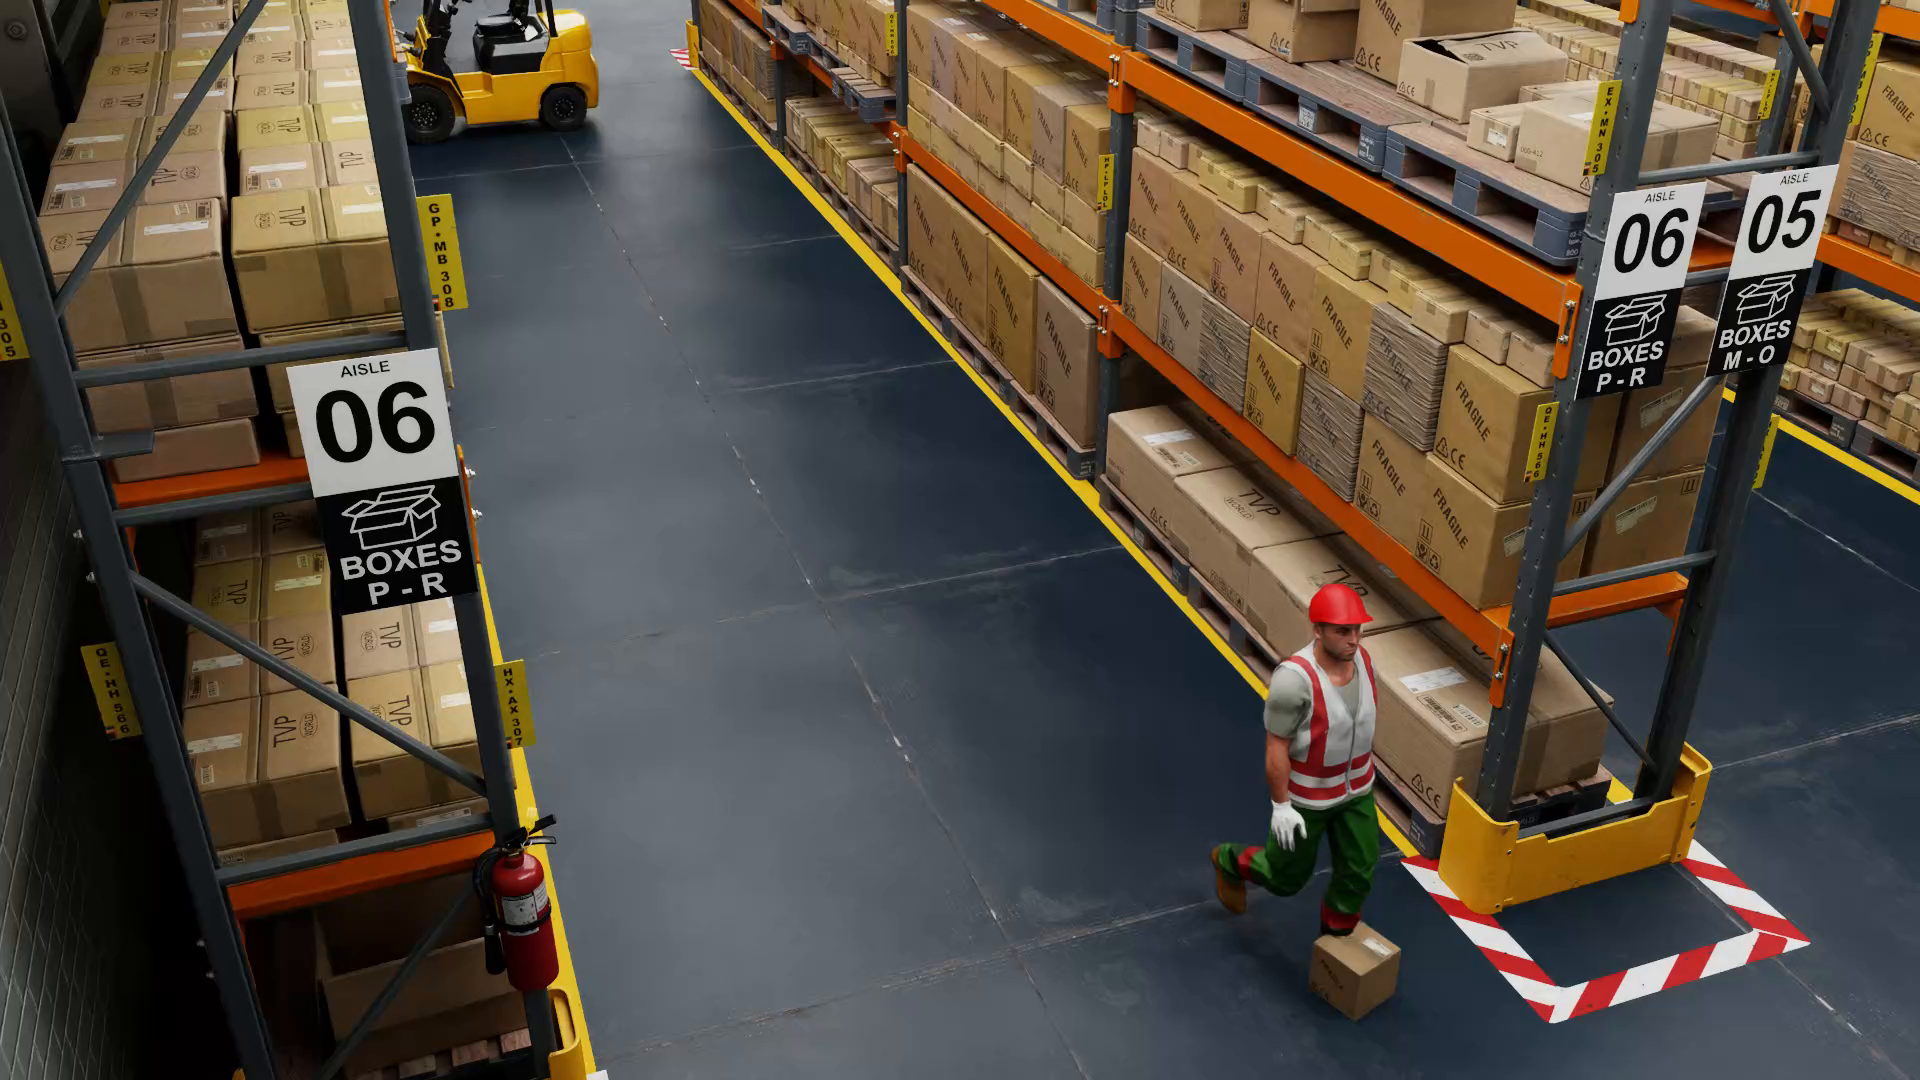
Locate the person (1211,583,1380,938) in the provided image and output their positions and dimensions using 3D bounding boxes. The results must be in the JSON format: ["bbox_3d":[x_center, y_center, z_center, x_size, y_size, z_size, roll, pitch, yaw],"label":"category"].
[{"bbox_3d":[1.414,0.960,6.614,0.566,1.760,0.841,-15,33,-24],"label":"person"}]
